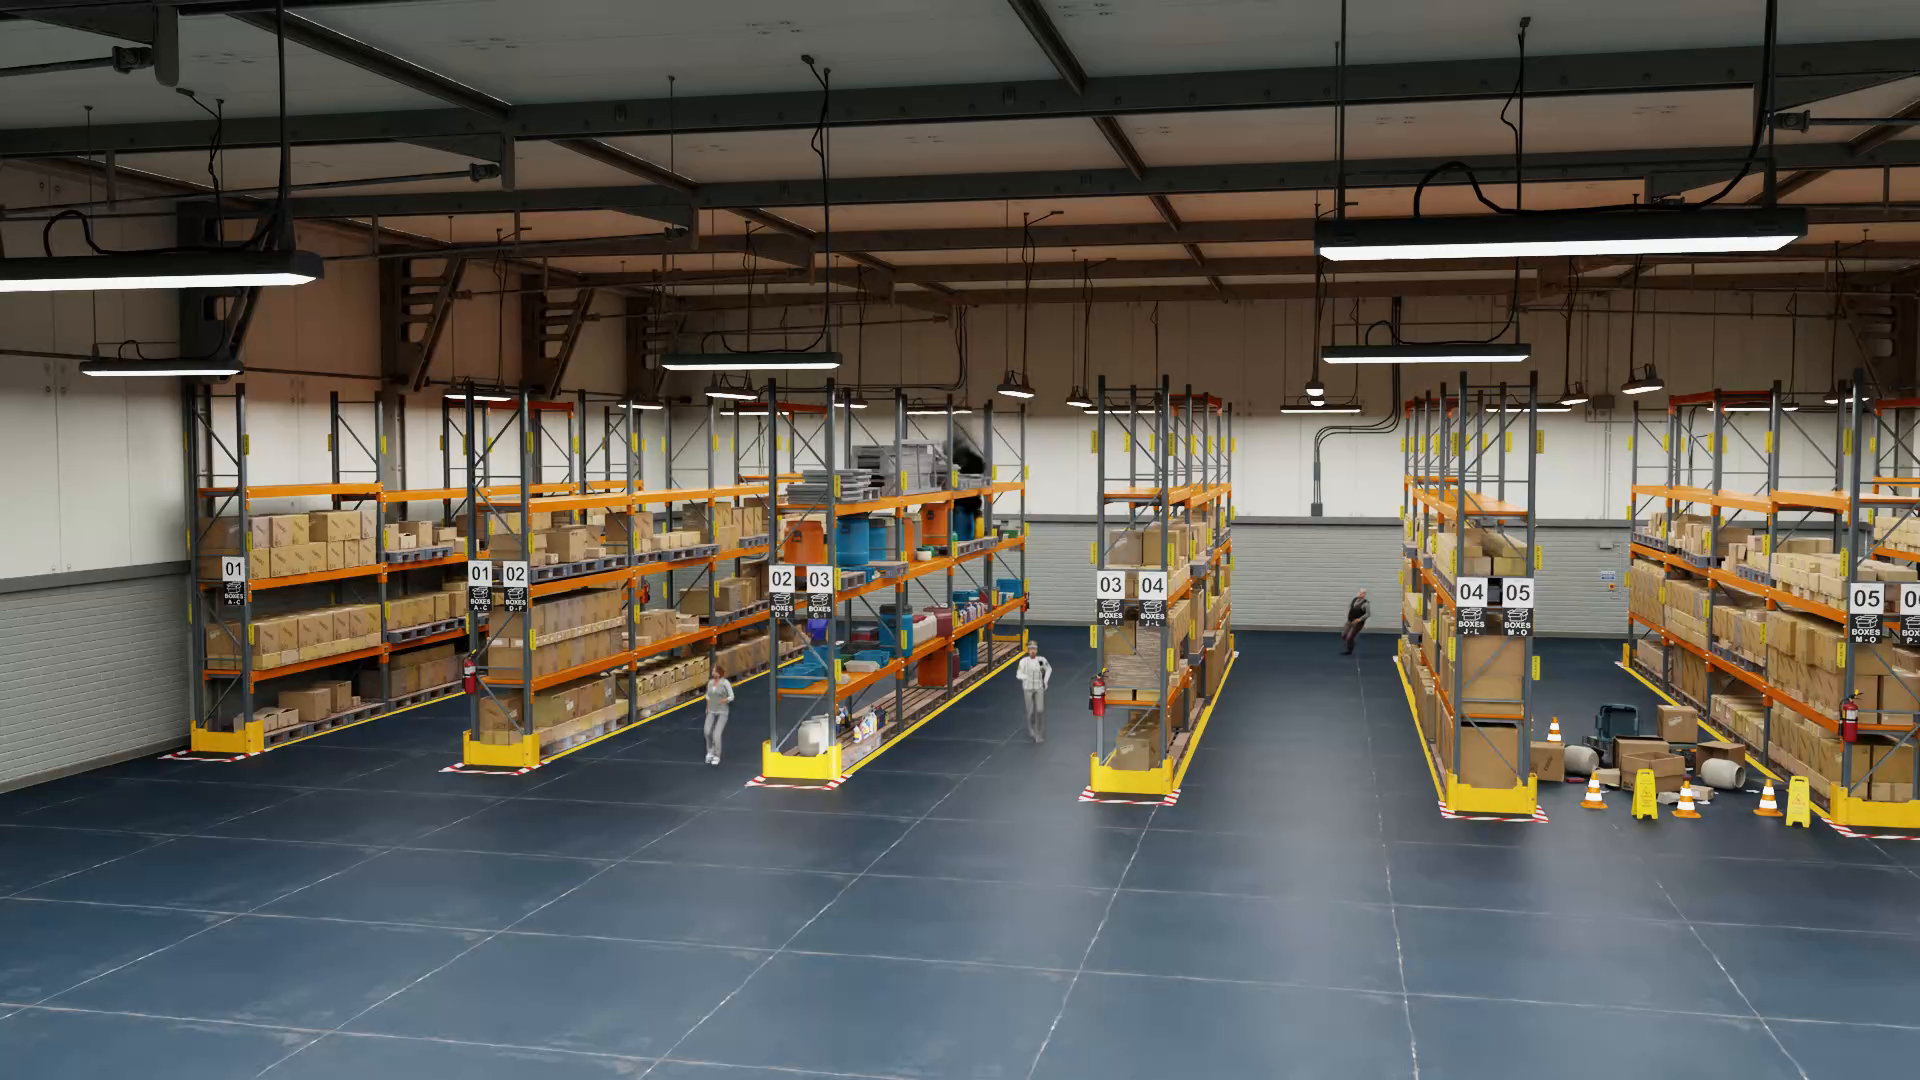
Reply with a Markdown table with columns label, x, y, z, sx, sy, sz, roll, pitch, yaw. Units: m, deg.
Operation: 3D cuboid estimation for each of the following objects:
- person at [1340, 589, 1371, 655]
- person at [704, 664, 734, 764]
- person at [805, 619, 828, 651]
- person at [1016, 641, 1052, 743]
| label | x | y | z | sx | sy | sz | roll | pitch | yaw |
| --- | --- | --- | --- | --- | --- | --- | --- | --- | --- |
| person | 9.371 | 1.941 | 39.397 | 0.576 | 1.616 | 0.847 | -3 | 4 | -39 |
| person | -3.829 | 2.734 | 26.096 | 0.533 | 1.546 | 0.536 | 1 | 3 | 17 |
| person | -2.928 | 2.193 | 34.406 | 0.579 | 1.657 | 0.923 | 0 | 3 | -1 |
| person | 1.249 | 2.561 | 28.093 | 0.590 | 1.740 | 0.726 | 0 | 3 | 4 |
